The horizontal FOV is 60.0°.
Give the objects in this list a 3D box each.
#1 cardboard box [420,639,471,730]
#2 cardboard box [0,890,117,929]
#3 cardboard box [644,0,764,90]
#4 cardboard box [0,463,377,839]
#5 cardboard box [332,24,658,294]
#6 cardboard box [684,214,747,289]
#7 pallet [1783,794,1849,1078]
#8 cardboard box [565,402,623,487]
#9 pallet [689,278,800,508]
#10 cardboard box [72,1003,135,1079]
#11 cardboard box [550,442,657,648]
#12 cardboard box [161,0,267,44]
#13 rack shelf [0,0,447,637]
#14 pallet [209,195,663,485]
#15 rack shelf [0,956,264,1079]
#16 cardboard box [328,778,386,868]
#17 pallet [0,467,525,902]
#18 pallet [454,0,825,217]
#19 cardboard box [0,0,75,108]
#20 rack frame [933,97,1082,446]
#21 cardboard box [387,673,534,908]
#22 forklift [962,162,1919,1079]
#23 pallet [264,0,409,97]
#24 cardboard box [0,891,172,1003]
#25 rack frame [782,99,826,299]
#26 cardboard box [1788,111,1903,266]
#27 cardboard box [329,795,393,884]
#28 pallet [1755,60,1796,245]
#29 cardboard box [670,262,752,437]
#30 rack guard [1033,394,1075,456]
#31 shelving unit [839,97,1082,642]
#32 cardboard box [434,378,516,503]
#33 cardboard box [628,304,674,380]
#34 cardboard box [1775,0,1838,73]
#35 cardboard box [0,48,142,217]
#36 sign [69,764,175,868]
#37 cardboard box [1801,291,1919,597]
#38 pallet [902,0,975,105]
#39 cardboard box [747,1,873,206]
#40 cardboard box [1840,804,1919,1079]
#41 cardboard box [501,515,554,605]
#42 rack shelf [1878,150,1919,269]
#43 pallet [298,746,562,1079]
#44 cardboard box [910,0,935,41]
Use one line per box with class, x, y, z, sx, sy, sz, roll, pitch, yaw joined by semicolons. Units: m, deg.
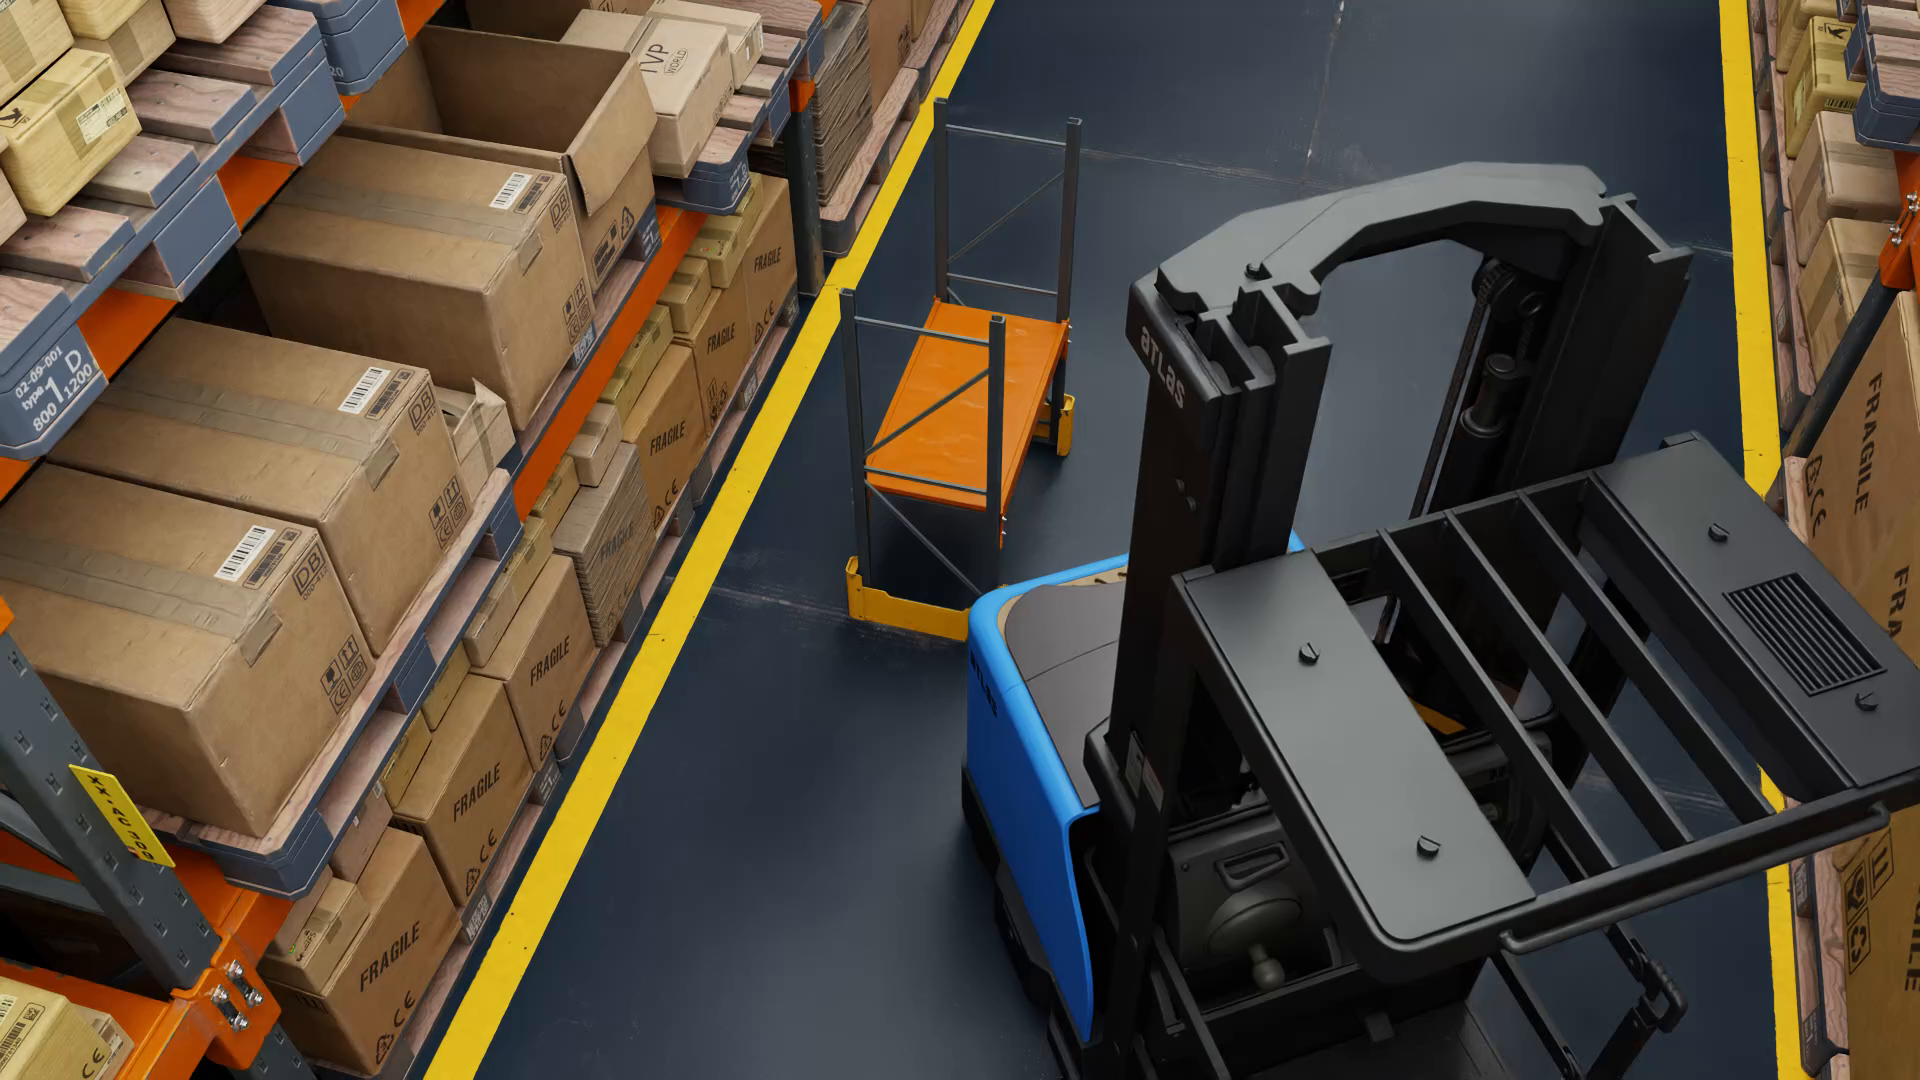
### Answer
cardboard box;-1.672;0.381;4.867;0.380;0.149;0.250;11;49;9
cardboard box;-2.318;0.870;4.436;0.380;0.149;0.250;10;49;9
cardboard box;-0.887;-1.679;5.619;0.380;0.149;0.250;12;50;11
cardboard box;-1.794;0.241;3.690;0.700;0.500;0.500;13;50;11
cardboard box;-1.335;-1.130;4.898;0.797;0.503;0.637;11;49;9
cardboard box;-1.012;-1.090;6.166;0.380;0.149;0.250;9;49;8
pallet;3.102;1.160;5.085;1.003;0.211;1.213;12;50;10
cardboard box;-1.346;-0.340;5.504;0.380;0.149;0.250;9;49;8
pallet;-1.317;-0.719;6.744;1.003;0.211;1.213;12;50;10
cardboard box;-1.977;1.083;3.461;0.380;0.149;0.250;12;50;11
cardboard box;-1.384;-0.019;5.654;0.500;0.500;0.500;10;49;9
cardboard box;-1.452;-1.049;2.995;0.380;0.149;0.250;12;50;11
rack shelf;-1.611;-1.482;4.037;1.077;0.370;4.000;12;50;10
pallet;-1.592;-0.703;4.998;1.003;0.211;1.213;12;50;10
rack shelf;-2.663;2.404;2.608;1.077;0.370;4.000;12;50;10
cardboard box;-1.764;0.690;4.397;0.380;0.149;0.250;9;49;8
pallet;-1.821;0.226;4.178;1.003;0.211;1.213;12;50;10
pallet;-1.195;-1.607;5.795;1.213;0.211;1.003;12;50;10
cardboard box;-1.634;-0.797;2.575;0.380;0.149;0.250;12;50;11
rack frame;0.156;-0.926;6.067;0.500;1.500;0.032;12;50;10
cardboard box;-1.662;0.715;5.006;0.500;0.500;0.500;11;49;10
forklift;0.976;0.822;3.570;1.130;2.935;3.031;-15;50;-13
pallet;-1.628;-1.420;3.627;1.213;0.211;1.003;12;50;10
cardboard box;-2.293;0.994;4.759;0.500;0.500;0.500;11;50;10
rack frame;-1.084;-2.174;6.168;1.000;3.000;0.127;12;50;10
cardboard box;4.050;-1.409;6.965;0.950;0.372;0.625;11;49;9
cardboard box;-1.788;0.770;4.524;0.380;0.149;0.250;10;49;9
pallet;4.236;-1.719;7.627;1.003;0.211;1.213;12;50;10
cardboard box;-1.130;-0.778;6.323;0.500;0.500;0.500;11;49;9
rack guard;0.151;-0.498;6.523;0.587;0.250;0.087;12;50;10
shelving unit;0.020;-0.551;5.736;0.587;1.500;1.083;12;50;10
cardboard box;-1.401;-0.305;4.328;0.396;0.266;0.258;14;50;12
cardboard box;-1.237;-0.726;5.845;0.380;0.149;0.250;13;50;11
cardboard box;4.437;-2.459;7.893;0.950;0.372;0.625;14;50;12
cardboard box;-1.573;-0.680;2.670;0.380;0.149;0.250;12;50;10
sign;-1.611;0.534;3.200;0.100;0.325;0.005;12;50;10
cardboard box;3.444;-0.150;5.519;0.875;0.875;0.875;11;50;10
pallet;-0.507;-2.719;8.509;1.003;0.211;1.213;12;50;10
cardboard box;-0.907;-1.976;7.297;0.875;0.625;0.625;13;50;11
cardboard box;2.969;1.141;4.379;0.875;0.875;0.875;13;50;11
cardboard box;-1.503;0.029;5.178;0.380;0.149;0.250;13;50;11
rack shelf;4.232;-2.406;6.853;1.077;0.370;4.000;12;50;10
pallet;-1.959;1.046;5.186;1.003;0.211;1.213;12;50;10
cardboard box;-0.565;-2.937;8.145;0.875;0.625;0.625;10;49;8
